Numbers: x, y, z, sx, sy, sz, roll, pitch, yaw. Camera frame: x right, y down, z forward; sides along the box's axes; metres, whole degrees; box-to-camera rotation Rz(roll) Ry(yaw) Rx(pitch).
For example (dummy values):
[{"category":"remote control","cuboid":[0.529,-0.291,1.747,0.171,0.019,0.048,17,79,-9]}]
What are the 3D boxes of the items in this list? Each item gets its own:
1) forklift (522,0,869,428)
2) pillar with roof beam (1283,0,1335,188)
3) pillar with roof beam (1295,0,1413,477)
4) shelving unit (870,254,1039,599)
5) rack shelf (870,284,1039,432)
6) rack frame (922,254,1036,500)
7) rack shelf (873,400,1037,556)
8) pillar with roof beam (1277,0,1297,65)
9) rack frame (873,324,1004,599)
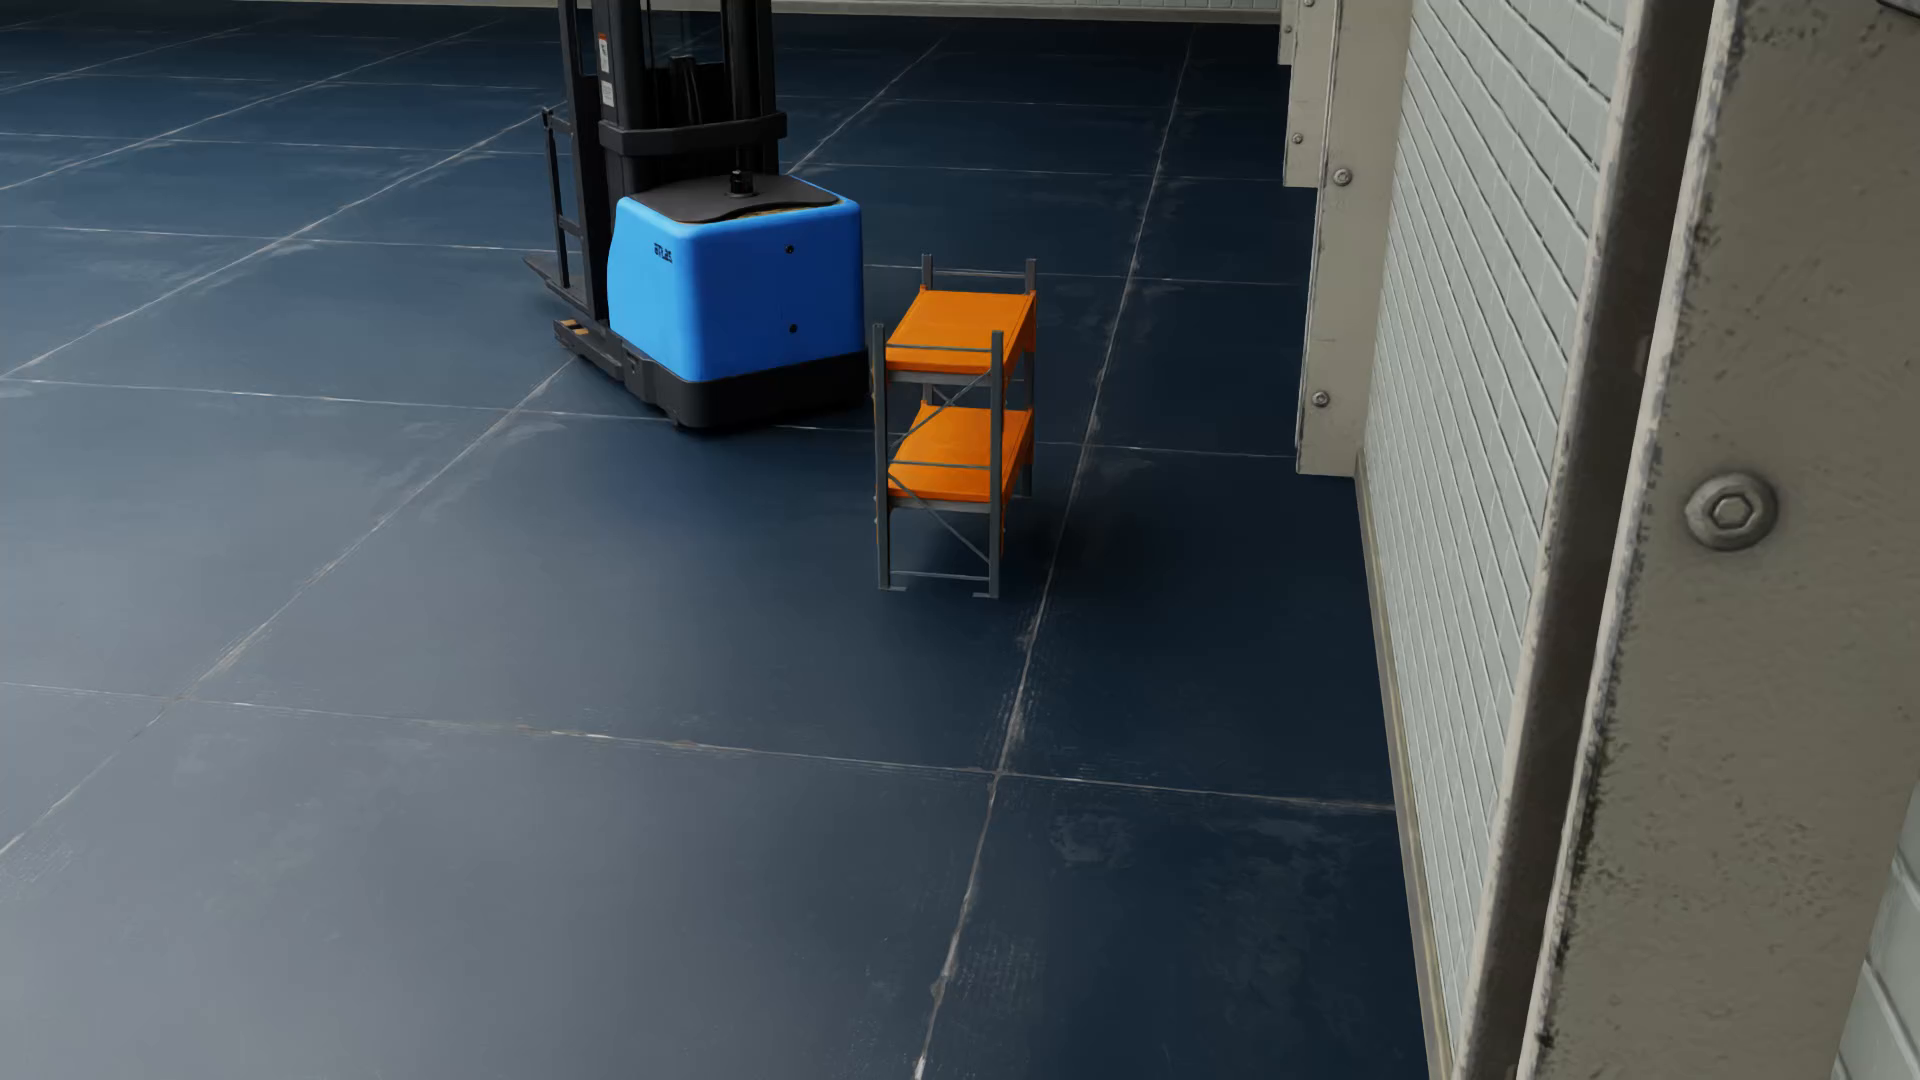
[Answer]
[{"category":"forklift","cuboid":[-1.690,-2.462,9.052,1.130,2.935,3.031,-15,29,-29]},{"category":"pillar with roof beam","cuboid":[-1.479,-7.274,12.175,9.100,9.000,0.400,4,25,9]},{"category":"pillar with roof beam","cuboid":[-2.460,-4.764,6.814,9.100,9.000,0.400,4,25,9]},{"category":"shelving unit","cuboid":[-0.001,-0.507,7.005,0.538,1.125,1.048,4,25,9]},{"category":"rack shelf","cuboid":[-0.001,-0.772,6.881,0.538,0.278,1.000,4,25,9]},{"category":"rack frame","cuboid":[0.082,-0.719,7.460,0.500,1.125,0.032,4,25,9]},{"category":"rack shelf","cuboid":[-0.001,-0.285,7.109,0.538,0.278,1.000,4,25,9]},{"category":"pillar with roof beam","cuboid":[-0.499,-9.783,17.536,9.100,9.000,0.400,4,25,9]},{"category":"rack frame","cuboid":[-0.084,-0.294,6.551,0.500,1.125,0.032,4,25,9]}]
